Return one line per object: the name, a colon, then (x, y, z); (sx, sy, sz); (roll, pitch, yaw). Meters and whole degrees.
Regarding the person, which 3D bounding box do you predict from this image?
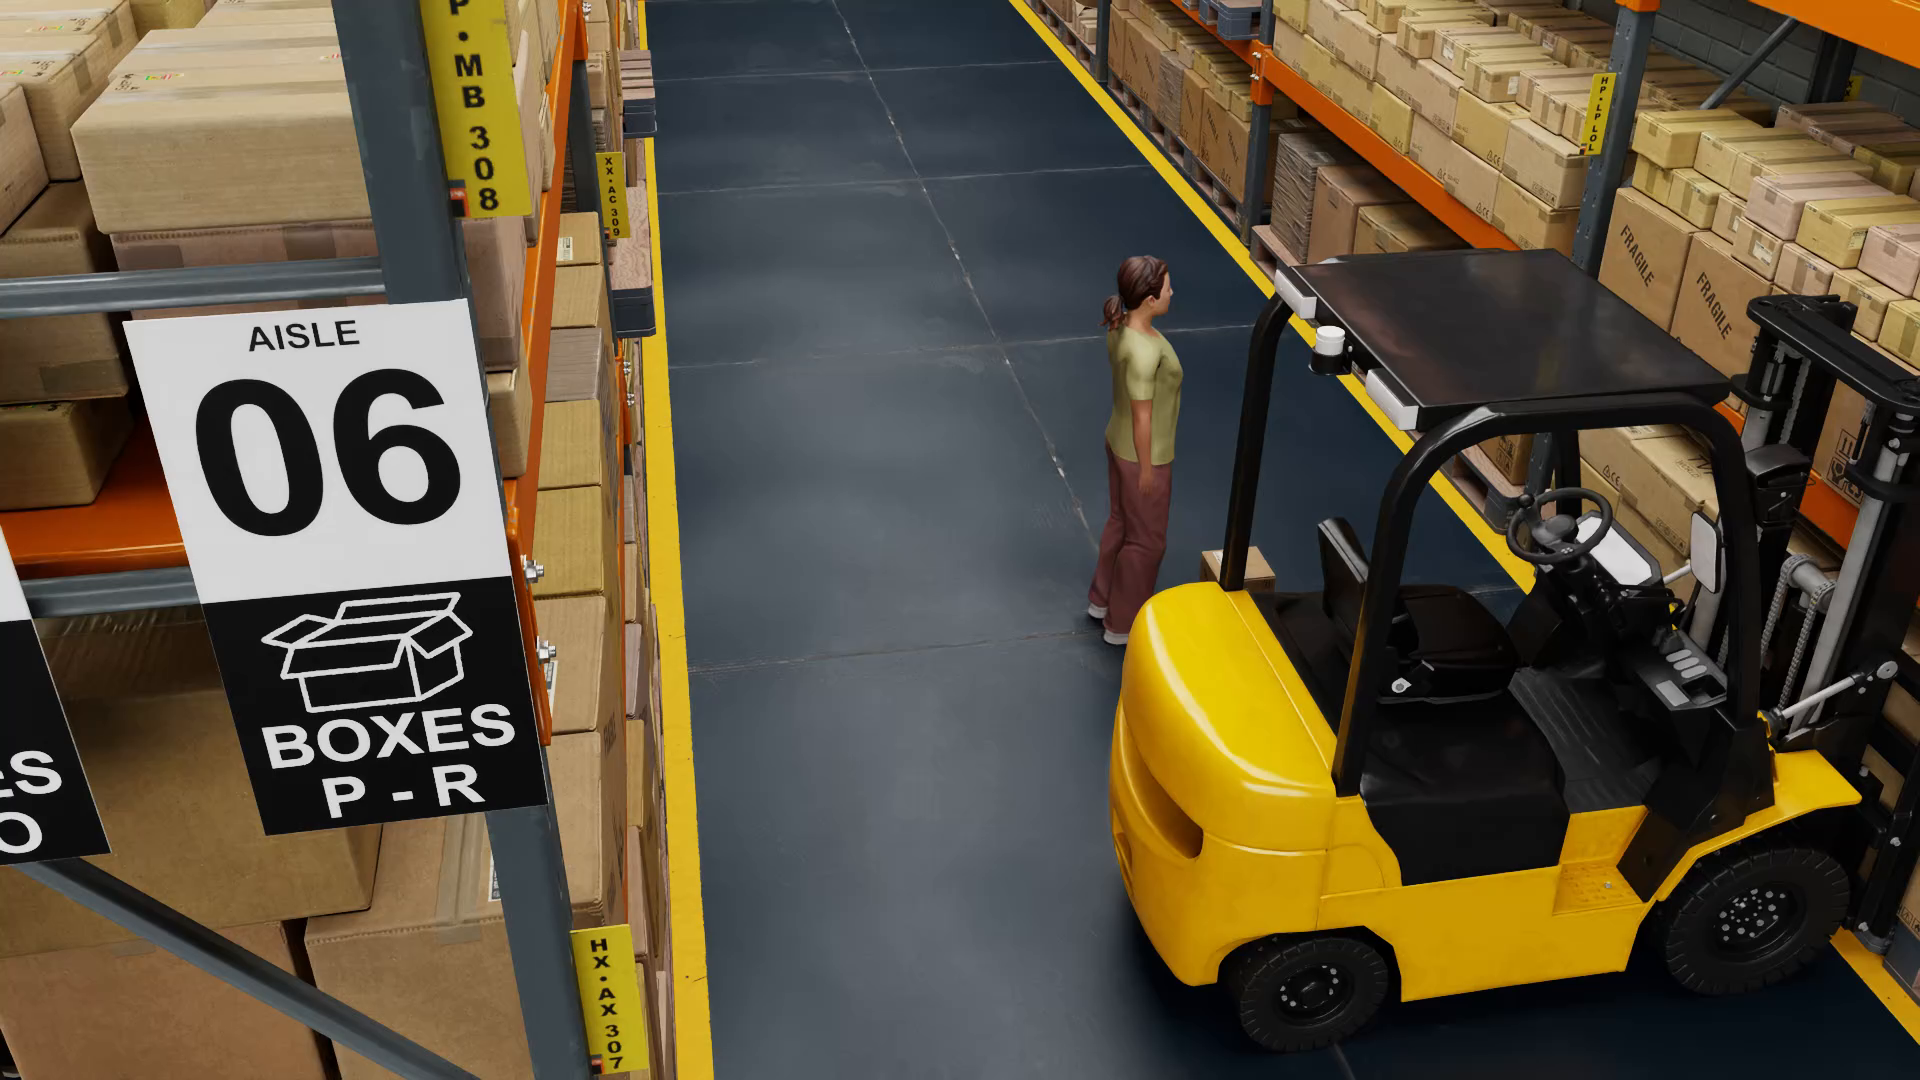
person: (0.715, -0.356, 6.743); (0.362, 1.672, 0.440); (-5, 31, -8)
